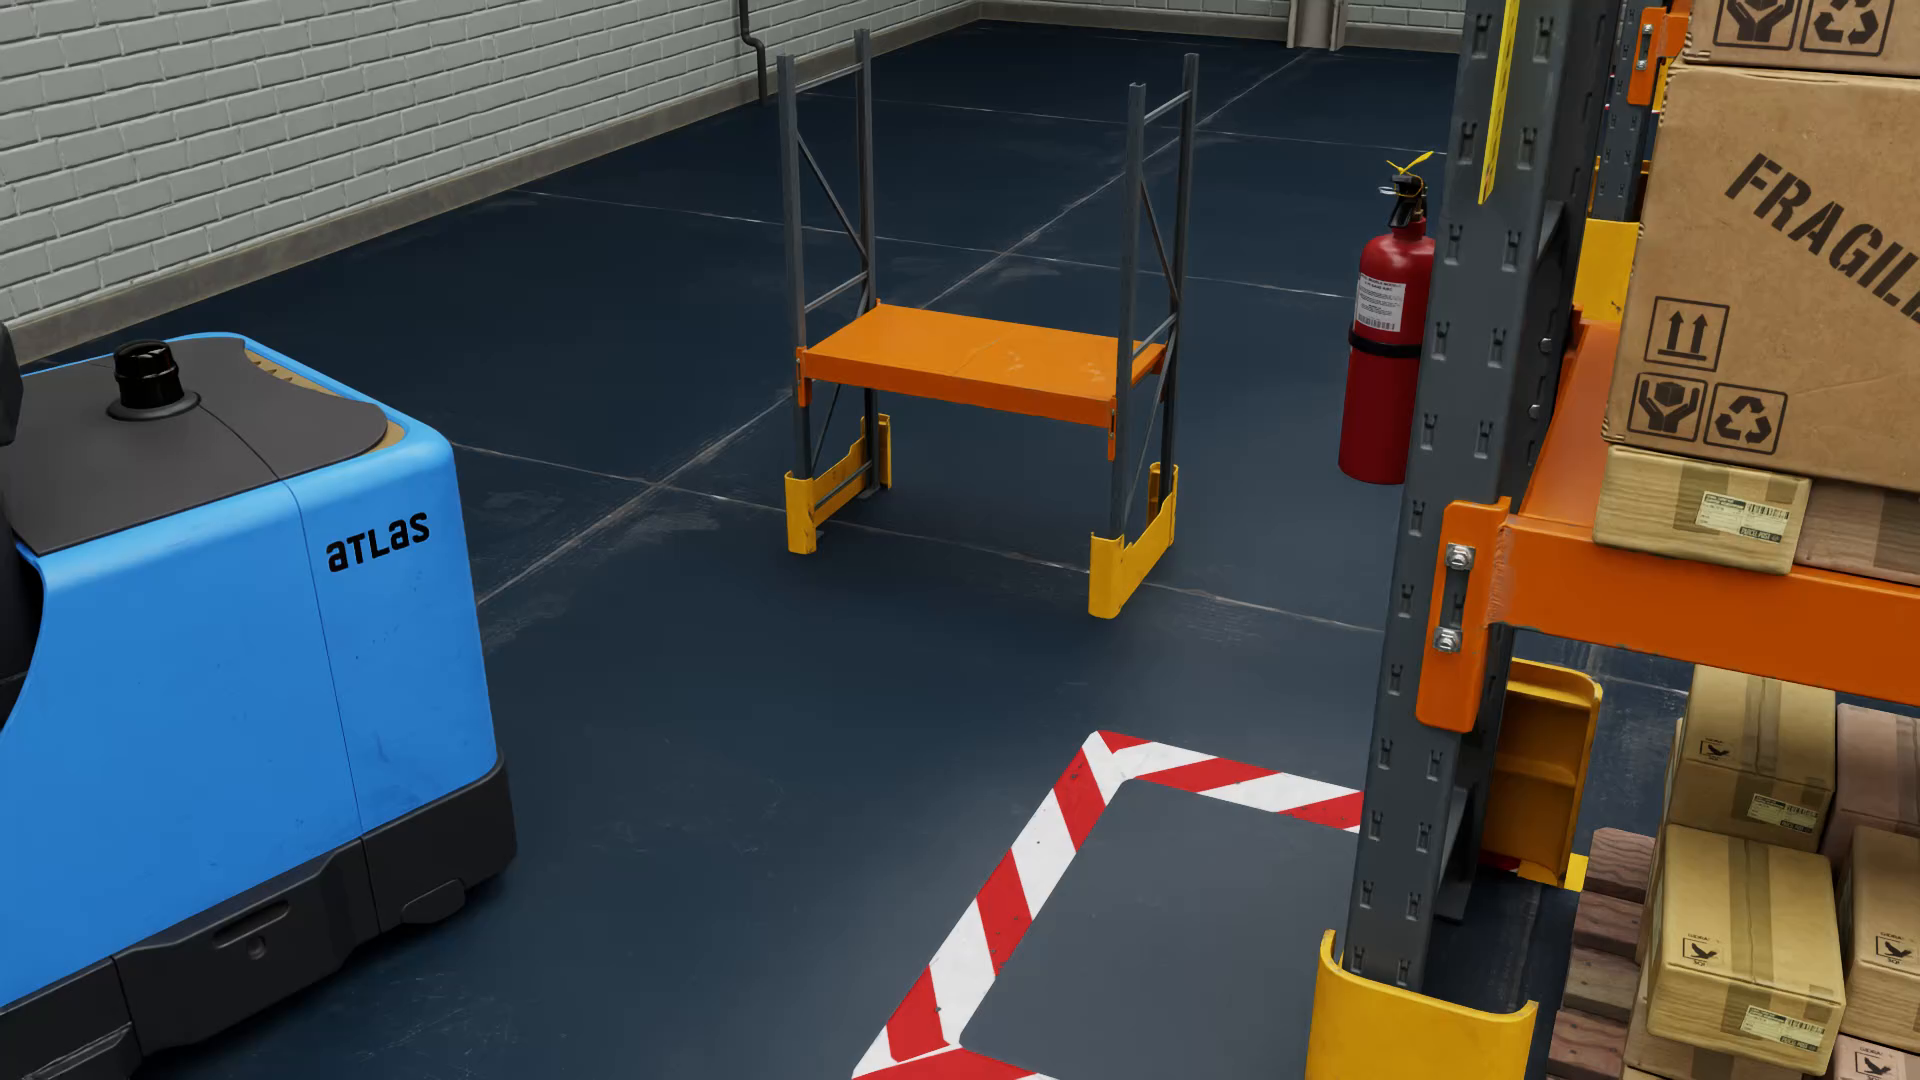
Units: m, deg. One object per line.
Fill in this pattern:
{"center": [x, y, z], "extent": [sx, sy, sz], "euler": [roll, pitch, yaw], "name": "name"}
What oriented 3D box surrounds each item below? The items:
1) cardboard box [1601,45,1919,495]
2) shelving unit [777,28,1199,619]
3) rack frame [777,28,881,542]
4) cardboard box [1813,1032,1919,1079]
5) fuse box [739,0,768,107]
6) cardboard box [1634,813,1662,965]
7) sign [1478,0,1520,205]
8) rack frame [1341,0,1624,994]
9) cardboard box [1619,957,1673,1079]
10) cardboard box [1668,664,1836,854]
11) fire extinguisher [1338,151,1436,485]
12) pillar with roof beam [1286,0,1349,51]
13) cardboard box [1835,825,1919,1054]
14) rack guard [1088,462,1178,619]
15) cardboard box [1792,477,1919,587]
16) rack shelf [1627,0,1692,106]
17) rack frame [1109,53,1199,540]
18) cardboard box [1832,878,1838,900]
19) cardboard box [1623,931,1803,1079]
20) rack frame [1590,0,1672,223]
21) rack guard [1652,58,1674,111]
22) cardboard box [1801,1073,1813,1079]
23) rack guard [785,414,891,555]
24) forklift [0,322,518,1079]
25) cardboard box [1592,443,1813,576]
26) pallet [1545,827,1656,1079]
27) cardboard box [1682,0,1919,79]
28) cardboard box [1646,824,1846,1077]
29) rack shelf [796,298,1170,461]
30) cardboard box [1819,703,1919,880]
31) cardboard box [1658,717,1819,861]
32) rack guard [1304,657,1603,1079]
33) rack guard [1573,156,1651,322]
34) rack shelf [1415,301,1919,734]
{"center": [1.196, -0.403, 2.222], "extent": [0.500, 0.500, 0.500], "euler": [13, 29, 24], "name": "cardboard box"}
{"center": [0.069, -0.659, 4.890], "extent": [1.083, 1.500, 0.587], "euler": [11, 28, 22], "name": "shelving unit"}
{"center": [-0.385, -0.750, 5.076], "extent": [0.032, 1.500, 0.500], "euler": [11, 28, 22], "name": "rack frame"}
{"center": [1.498, 0.811, 2.622], "extent": [0.250, 0.149, 0.380], "euler": [11, 28, 22], "name": "cardboard box"}
{"center": [-1.282, -3.688, 10.804], "extent": [0.414, 1.711, 0.539], "euler": [11, 28, 22], "name": "fuse box"}
{"center": [1.467, 0.685, 3.214], "extent": [0.250, 0.149, 0.380], "euler": [12, 29, 23], "name": "cardboard box"}
{"center": [0.677, -0.588, 2.068], "extent": [0.005, 0.325, 0.100], "euler": [11, 28, 22], "name": "sign"}
{"center": [0.901, -0.418, 2.702], "extent": [0.127, 3.000, 1.000], "euler": [11, 28, 22], "name": "rack frame"}
{"center": [1.246, 0.897, 2.783], "extent": [0.250, 0.149, 0.380], "euler": [12, 29, 23], "name": "cardboard box"}
{"center": [1.488, 0.401, 3.118], "extent": [0.250, 0.149, 0.380], "euler": [12, 29, 22], "name": "cardboard box"}
{"center": [0.863, -0.447, 3.272], "extent": [0.183, 0.674, 0.296], "euler": [11, 28, 22], "name": "fire extinguisher"}
{"center": [1.046, -6.239, 7.734], "extent": [0.400, 9.000, 9.100], "euler": [11, 28, 22], "name": "pillar with roof beam"}
{"center": [1.538, 0.640, 2.632], "extent": [0.250, 0.149, 0.380], "euler": [12, 29, 23], "name": "cardboard box"}
{"center": [0.523, -0.007, 4.982], "extent": [0.087, 0.250, 0.587], "euler": [11, 28, 22], "name": "rack guard"}
{"center": [1.309, -0.084, 2.309], "extent": [0.250, 0.149, 0.380], "euler": [12, 29, 24], "name": "cardboard box"}
{"center": [4.679, -1.738, 6.199], "extent": [4.000, 0.370, 1.077], "euler": [11, 28, 22], "name": "rack shelf"}
{"center": [0.540, -0.564, 4.698], "extent": [0.032, 1.500, 0.500], "euler": [11, 28, 22], "name": "rack frame"}
{"center": [1.715, 0.591, 3.070], "extent": [0.250, 0.149, 0.380], "euler": [11, 28, 21], "name": "cardboard box"}
{"center": [1.272, 0.738, 2.769], "extent": [0.250, 0.149, 0.380], "euler": [13, 29, 24], "name": "cardboard box"}
{"center": [2.858, -2.427, 6.783], "extent": [0.127, 3.000, 1.000], "euler": [11, 28, 22], "name": "rack frame"}
{"center": [4.979, -3.288, 11.362], "extent": [0.348, 0.500, 1.175], "euler": [11, 28, 22], "name": "rack guard"}
{"center": [1.518, 0.912, 2.753], "extent": [0.250, 0.149, 0.380], "euler": [11, 28, 22], "name": "cardboard box"}
{"center": [-0.384, -0.189, 5.351], "extent": [0.087, 0.250, 0.587], "euler": [11, 28, 22], "name": "rack guard"}
{"center": [-2.356, -0.229, 2.396], "extent": [1.130, 2.935, 3.031], "euler": [23, 34, 38], "name": "forklift"}
{"center": [1.060, -0.114, 2.370], "extent": [0.250, 0.149, 0.380], "euler": [11, 28, 21], "name": "cardboard box"}
{"center": [1.695, 1.010, 2.960], "extent": [1.213, 0.211, 1.003], "euler": [11, 28, 22], "name": "pallet"}
{"center": [1.200, -0.856, 2.010], "extent": [0.500, 0.500, 0.500], "euler": [11, 28, 21], "name": "cardboard box"}
{"center": [1.238, 0.638, 2.636], "extent": [0.250, 0.149, 0.380], "euler": [10, 28, 19], "name": "cardboard box"}
{"center": [0.078, -0.496, 4.966], "extent": [1.000, 0.185, 0.538], "euler": [11, 28, 22], "name": "rack shelf"}
{"center": [1.693, 0.470, 2.978], "extent": [0.250, 0.149, 0.380], "euler": [12, 29, 23], "name": "cardboard box"}
{"center": [1.500, 0.521, 3.211], "extent": [0.250, 0.149, 0.380], "euler": [11, 28, 20], "name": "cardboard box"}
{"center": [0.970, 0.718, 3.226], "extent": [0.348, 0.500, 1.175], "euler": [11, 28, 22], "name": "rack guard"}
{"center": [2.836, -1.309, 7.344], "extent": [0.348, 0.500, 1.175], "euler": [11, 28, 22], "name": "rack guard"}
{"center": [2.722, 0.271, 2.119], "extent": [4.000, 0.370, 1.077], "euler": [11, 28, 22], "name": "rack shelf"}
